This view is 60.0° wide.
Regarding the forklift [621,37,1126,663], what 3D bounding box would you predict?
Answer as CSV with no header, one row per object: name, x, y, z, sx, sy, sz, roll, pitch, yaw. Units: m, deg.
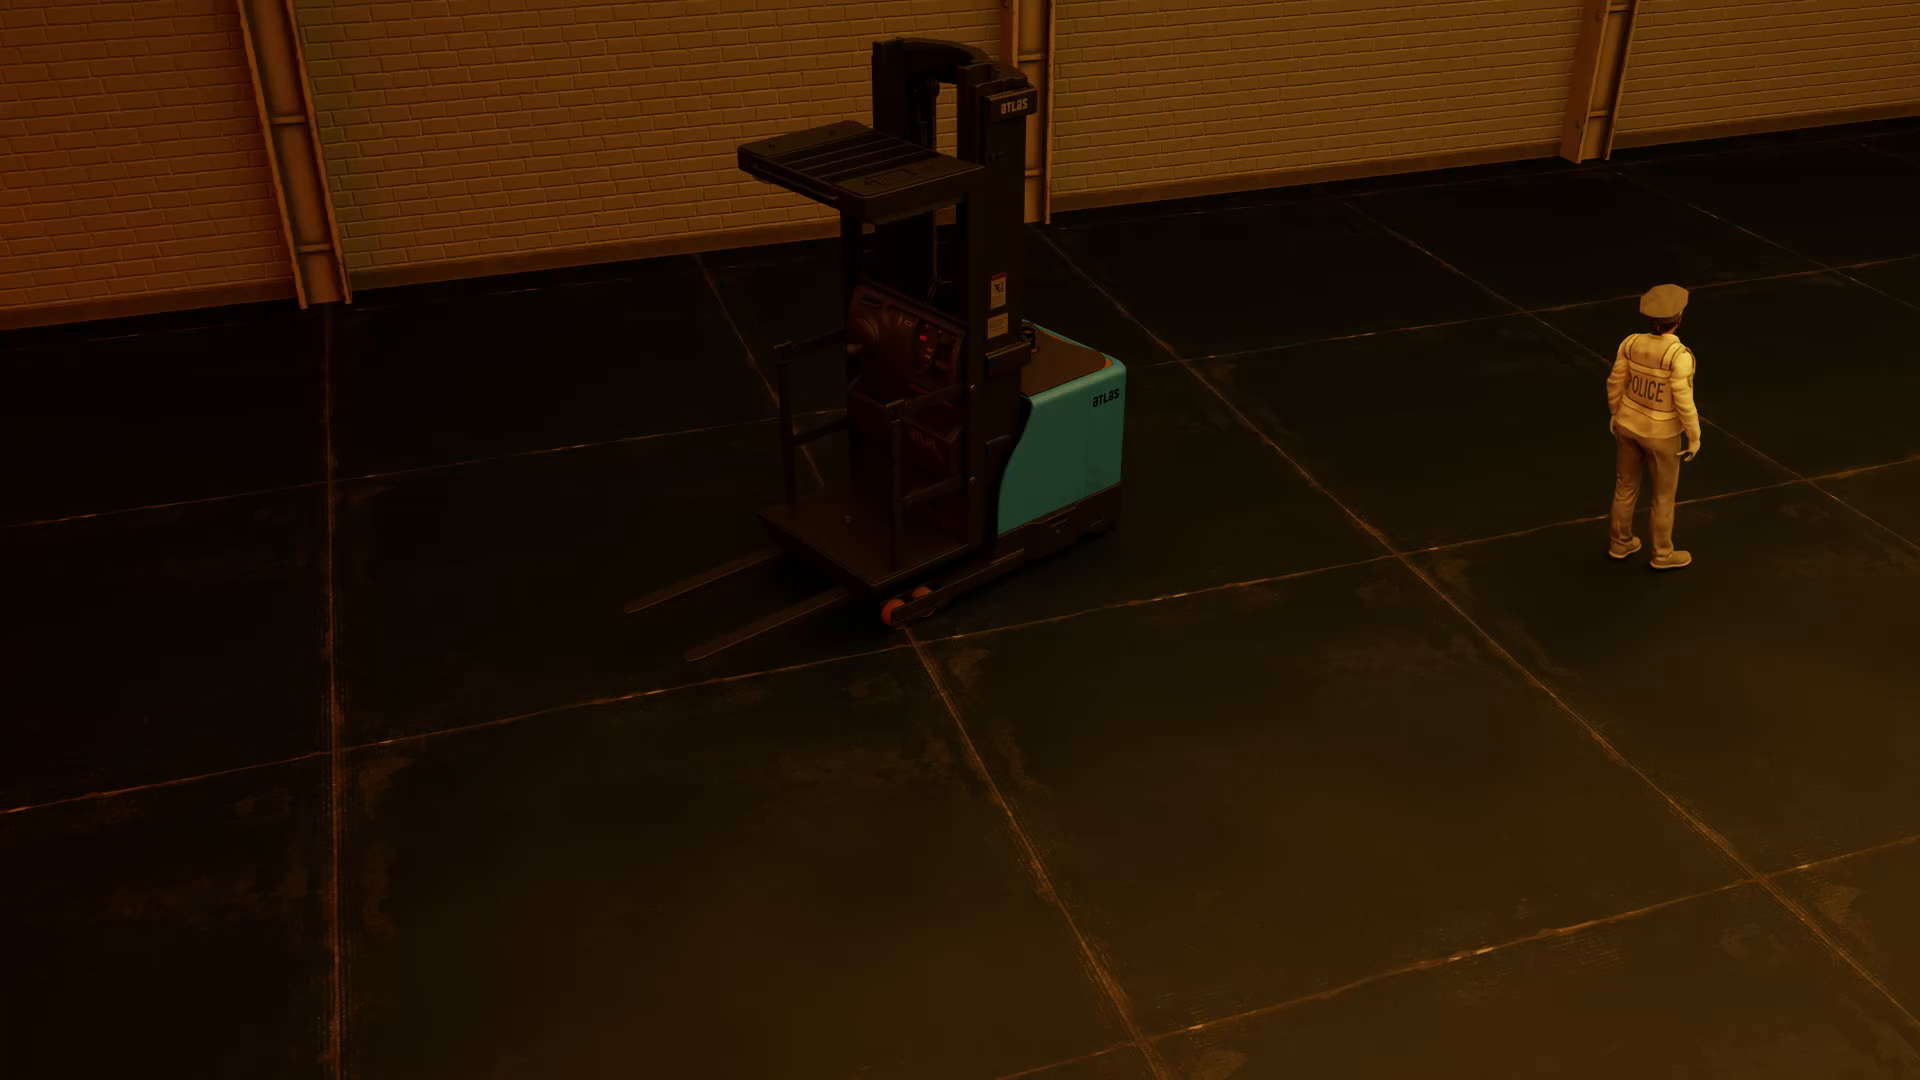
forklift,-0.461,-1.072,8.951,3.031,2.935,1.130,-23,37,-34

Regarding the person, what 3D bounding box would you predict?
person,3.953,-0.646,9.442,0.521,1.700,0.576,-19,35,-29
